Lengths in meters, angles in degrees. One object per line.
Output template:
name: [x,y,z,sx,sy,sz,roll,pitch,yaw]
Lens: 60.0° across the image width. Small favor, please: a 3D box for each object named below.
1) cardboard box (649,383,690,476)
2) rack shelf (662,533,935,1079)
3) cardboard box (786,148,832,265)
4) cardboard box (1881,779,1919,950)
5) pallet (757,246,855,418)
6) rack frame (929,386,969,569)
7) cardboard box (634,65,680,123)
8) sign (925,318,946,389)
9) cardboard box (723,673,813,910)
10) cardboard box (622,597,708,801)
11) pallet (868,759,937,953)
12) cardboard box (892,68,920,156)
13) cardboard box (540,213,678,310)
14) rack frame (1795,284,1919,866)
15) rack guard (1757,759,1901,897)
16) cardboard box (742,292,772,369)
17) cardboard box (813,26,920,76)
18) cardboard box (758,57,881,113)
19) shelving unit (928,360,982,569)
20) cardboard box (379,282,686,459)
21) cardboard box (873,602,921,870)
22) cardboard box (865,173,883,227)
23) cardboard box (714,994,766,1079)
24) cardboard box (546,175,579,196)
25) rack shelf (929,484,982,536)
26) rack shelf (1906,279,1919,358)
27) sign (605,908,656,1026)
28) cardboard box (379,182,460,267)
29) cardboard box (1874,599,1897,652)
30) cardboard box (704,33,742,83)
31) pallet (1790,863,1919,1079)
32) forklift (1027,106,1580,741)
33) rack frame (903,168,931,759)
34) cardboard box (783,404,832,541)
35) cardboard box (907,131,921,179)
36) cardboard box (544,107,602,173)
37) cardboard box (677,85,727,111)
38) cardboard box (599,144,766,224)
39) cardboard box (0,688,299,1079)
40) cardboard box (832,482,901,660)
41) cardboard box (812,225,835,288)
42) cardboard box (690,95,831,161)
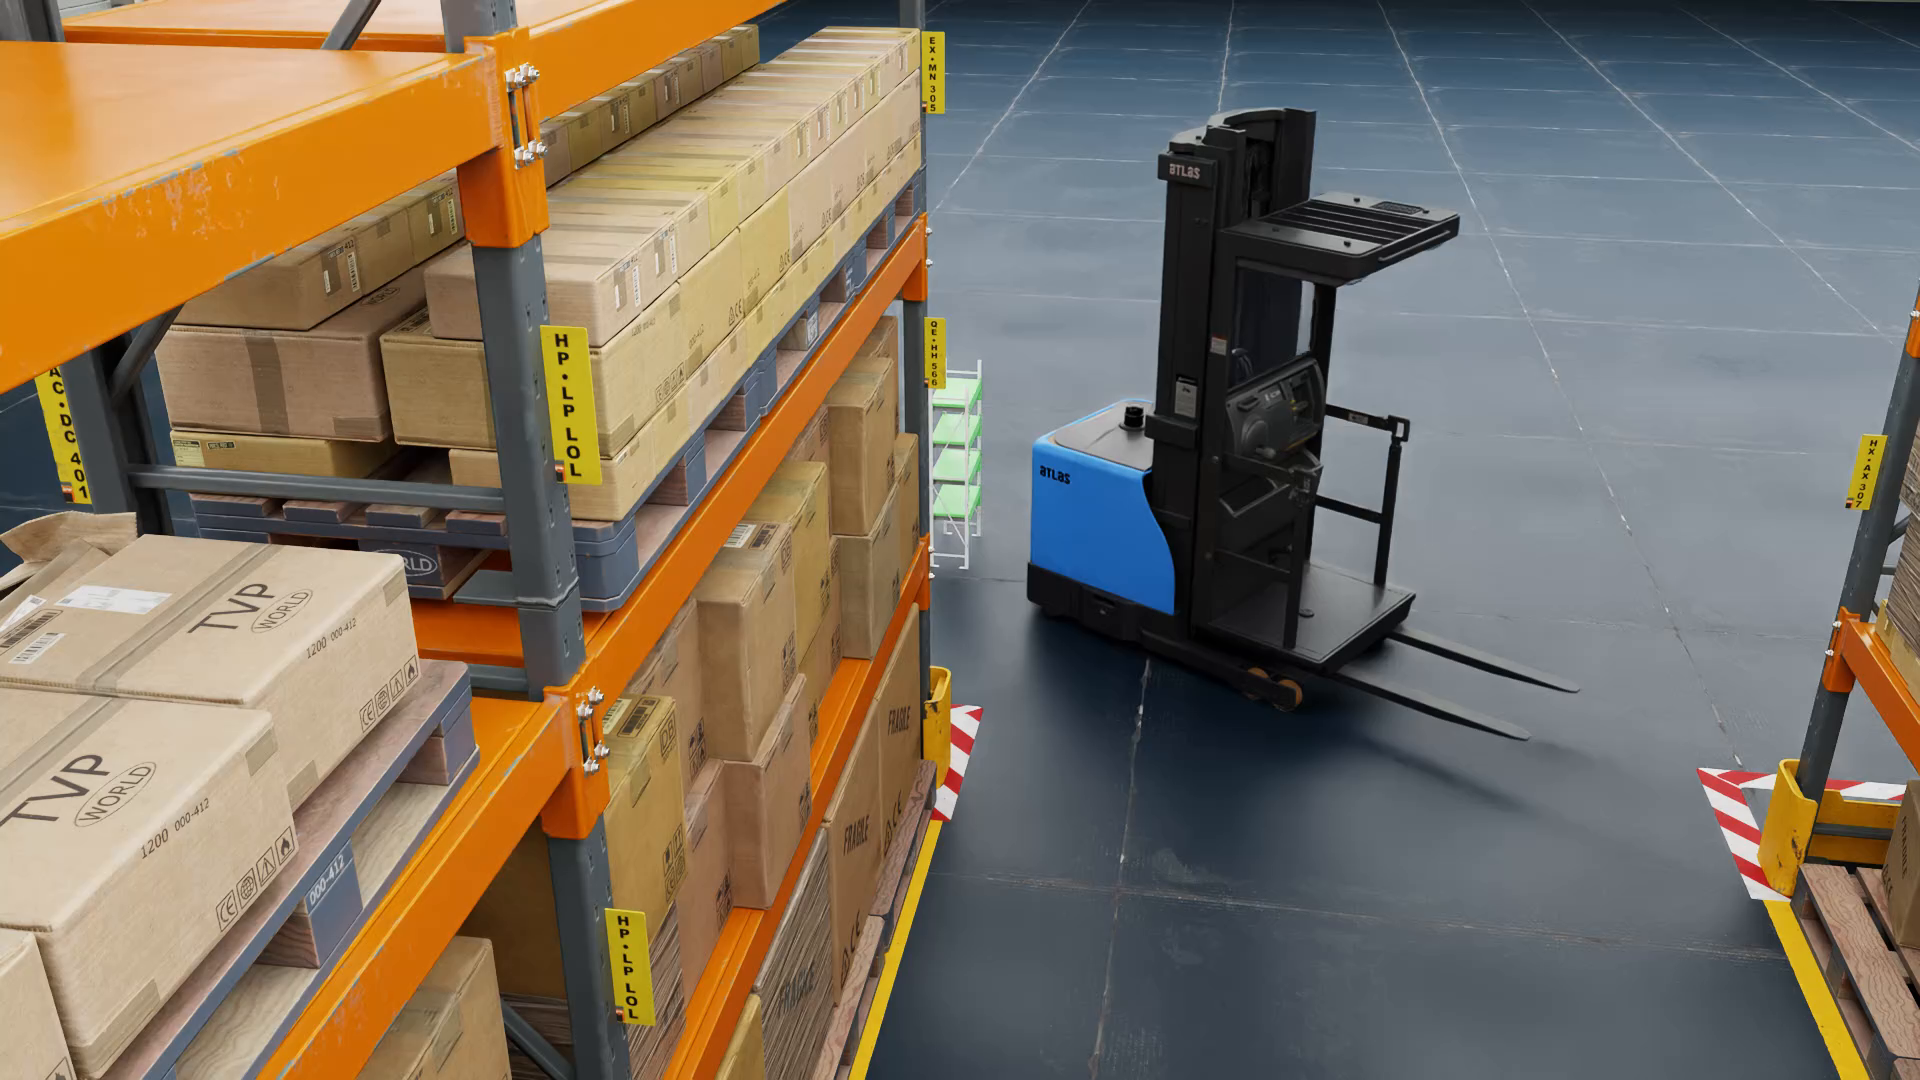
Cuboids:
cardboard box: [-0.864,-0.276,3.946,0.380,0.149,0.250,4,25,9]
rack shelf: [-0.972,0.931,6.072,1.077,0.370,4.000,4,25,9]
cardboard box: [-0.698,-1.038,5.105,0.500,0.250,0.500,4,25,9]
cardboard box: [4.113,1.356,6.767,0.500,0.500,0.500,9,27,18]
pallet: [-0.953,-0.727,5.332,1.003,0.211,1.213,4,25,9]
rack frame: [-0.067,-0.372,10.130,0.240,1.200,0.015,4,25,9]
cardboard box: [-1.181,-1.530,5.685,0.380,0.149,0.250,4,25,8]
sign: [-0.112,-0.820,7.318,0.100,0.325,0.005,4,25,9]
cardboard box: [-0.979,0.769,5.392,0.875,0.550,0.550,4,25,9]
cardboard box: [-1.230,0.494,4.705,0.875,0.550,0.550,4,25,9]
pallet: [-0.699,1.371,7.572,1.003,0.211,1.213,4,25,9]
cardboard box: [-0.450,-1.668,6.450,0.500,0.250,0.500,4,25,9]
cardboard box: [-0.864,-0.636,3.774,0.380,0.149,0.250,4,25,8]
rack frame: [4.231,0.154,6.882,1.000,3.000,0.127,4,25,9]
rack guard: [4.219,1.318,7.344,1.175,0.500,0.348,4,25,9]
cardboard box: [-0.740,-0.593,4.624,0.380,0.149,0.250,4,25,8]
cardboard box: [-0.366,-1.909,6.493,0.380,0.149,0.250,4,25,9]
cardboard box: [-0.491,-1.589,5.810,0.380,0.149,0.250,4,25,9]
shelving unit: [-0.027,-0.474,10.348,0.258,1.200,0.503,4,25,9]
cardboard box: [-0.943,-0.404,3.750,0.500,0.250,0.500,4,25,9]
cardboard box: [-0.691,0.829,7.452,0.875,0.875,0.875,4,25,9]
cardboard box: [-0.490,-1.231,5.986,0.380,0.149,0.250,4,25,9]
cardboard box: [-1.127,1.955,5.045,0.875,0.875,0.875,4,25,9]
cardboard box: [-1.305,-0.864,4.731,0.500,0.250,0.500,4,25,8]
rack shelf: [-0.027,-0.199,10.477,0.258,0.148,0.480,4,25,9]
rack shelf: [3.905,-0.042,4.611,1.077,0.370,4.000,4,25,9]
sign: [-0.762,0.986,3.832,0.100,0.325,0.005,4,25,9]
cardboard box: [-1.471,-0.786,4.094,0.380,0.149,0.250,4,25,8]
cardboard box: [3.950,0.371,6.716,0.380,0.149,0.250,4,25,9]
cardboard box: [-1.056,-1.851,6.370,0.380,0.149,0.250,4,25,9]
pallet: [4.051,1.786,6.685,1.003,0.211,1.213,4,25,9]
forklift: [1.842,-0.671,8.727,3.031,2.935,1.130,20,32,36]
rack frame: [-0.645,-0.232,7.706,1.000,3.000,0.127,4,25,9]
cardboard box: [-0.969,-0.175,6.134,0.875,0.550,0.550,4,25,9]
cardboard box: [-0.365,-1.549,6.666,0.380,0.149,0.250,4,25,8]
cardboard box: [-1.306,-1.210,5.001,0.380,0.149,0.250,4,25,9]
cardboard box: [-1.059,-1.496,6.082,0.500,0.250,0.500,4,25,8]
cardboard box: [-0.740,-0.955,4.457,0.380,0.149,0.250,4,25,9]
cardboard box: [-1.284,0.447,2.282,0.500,0.250,0.500,4,25,8]
cardboard box: [-0.730,0.090,6.842,0.875,0.550,0.550,4,25,9]
cardboard box: [-0.615,-0.911,5.304,0.380,0.149,0.250,4,25,9]
cardboard box: [-0.615,-1.271,5.130,0.380,0.149,0.250,4,25,9]
